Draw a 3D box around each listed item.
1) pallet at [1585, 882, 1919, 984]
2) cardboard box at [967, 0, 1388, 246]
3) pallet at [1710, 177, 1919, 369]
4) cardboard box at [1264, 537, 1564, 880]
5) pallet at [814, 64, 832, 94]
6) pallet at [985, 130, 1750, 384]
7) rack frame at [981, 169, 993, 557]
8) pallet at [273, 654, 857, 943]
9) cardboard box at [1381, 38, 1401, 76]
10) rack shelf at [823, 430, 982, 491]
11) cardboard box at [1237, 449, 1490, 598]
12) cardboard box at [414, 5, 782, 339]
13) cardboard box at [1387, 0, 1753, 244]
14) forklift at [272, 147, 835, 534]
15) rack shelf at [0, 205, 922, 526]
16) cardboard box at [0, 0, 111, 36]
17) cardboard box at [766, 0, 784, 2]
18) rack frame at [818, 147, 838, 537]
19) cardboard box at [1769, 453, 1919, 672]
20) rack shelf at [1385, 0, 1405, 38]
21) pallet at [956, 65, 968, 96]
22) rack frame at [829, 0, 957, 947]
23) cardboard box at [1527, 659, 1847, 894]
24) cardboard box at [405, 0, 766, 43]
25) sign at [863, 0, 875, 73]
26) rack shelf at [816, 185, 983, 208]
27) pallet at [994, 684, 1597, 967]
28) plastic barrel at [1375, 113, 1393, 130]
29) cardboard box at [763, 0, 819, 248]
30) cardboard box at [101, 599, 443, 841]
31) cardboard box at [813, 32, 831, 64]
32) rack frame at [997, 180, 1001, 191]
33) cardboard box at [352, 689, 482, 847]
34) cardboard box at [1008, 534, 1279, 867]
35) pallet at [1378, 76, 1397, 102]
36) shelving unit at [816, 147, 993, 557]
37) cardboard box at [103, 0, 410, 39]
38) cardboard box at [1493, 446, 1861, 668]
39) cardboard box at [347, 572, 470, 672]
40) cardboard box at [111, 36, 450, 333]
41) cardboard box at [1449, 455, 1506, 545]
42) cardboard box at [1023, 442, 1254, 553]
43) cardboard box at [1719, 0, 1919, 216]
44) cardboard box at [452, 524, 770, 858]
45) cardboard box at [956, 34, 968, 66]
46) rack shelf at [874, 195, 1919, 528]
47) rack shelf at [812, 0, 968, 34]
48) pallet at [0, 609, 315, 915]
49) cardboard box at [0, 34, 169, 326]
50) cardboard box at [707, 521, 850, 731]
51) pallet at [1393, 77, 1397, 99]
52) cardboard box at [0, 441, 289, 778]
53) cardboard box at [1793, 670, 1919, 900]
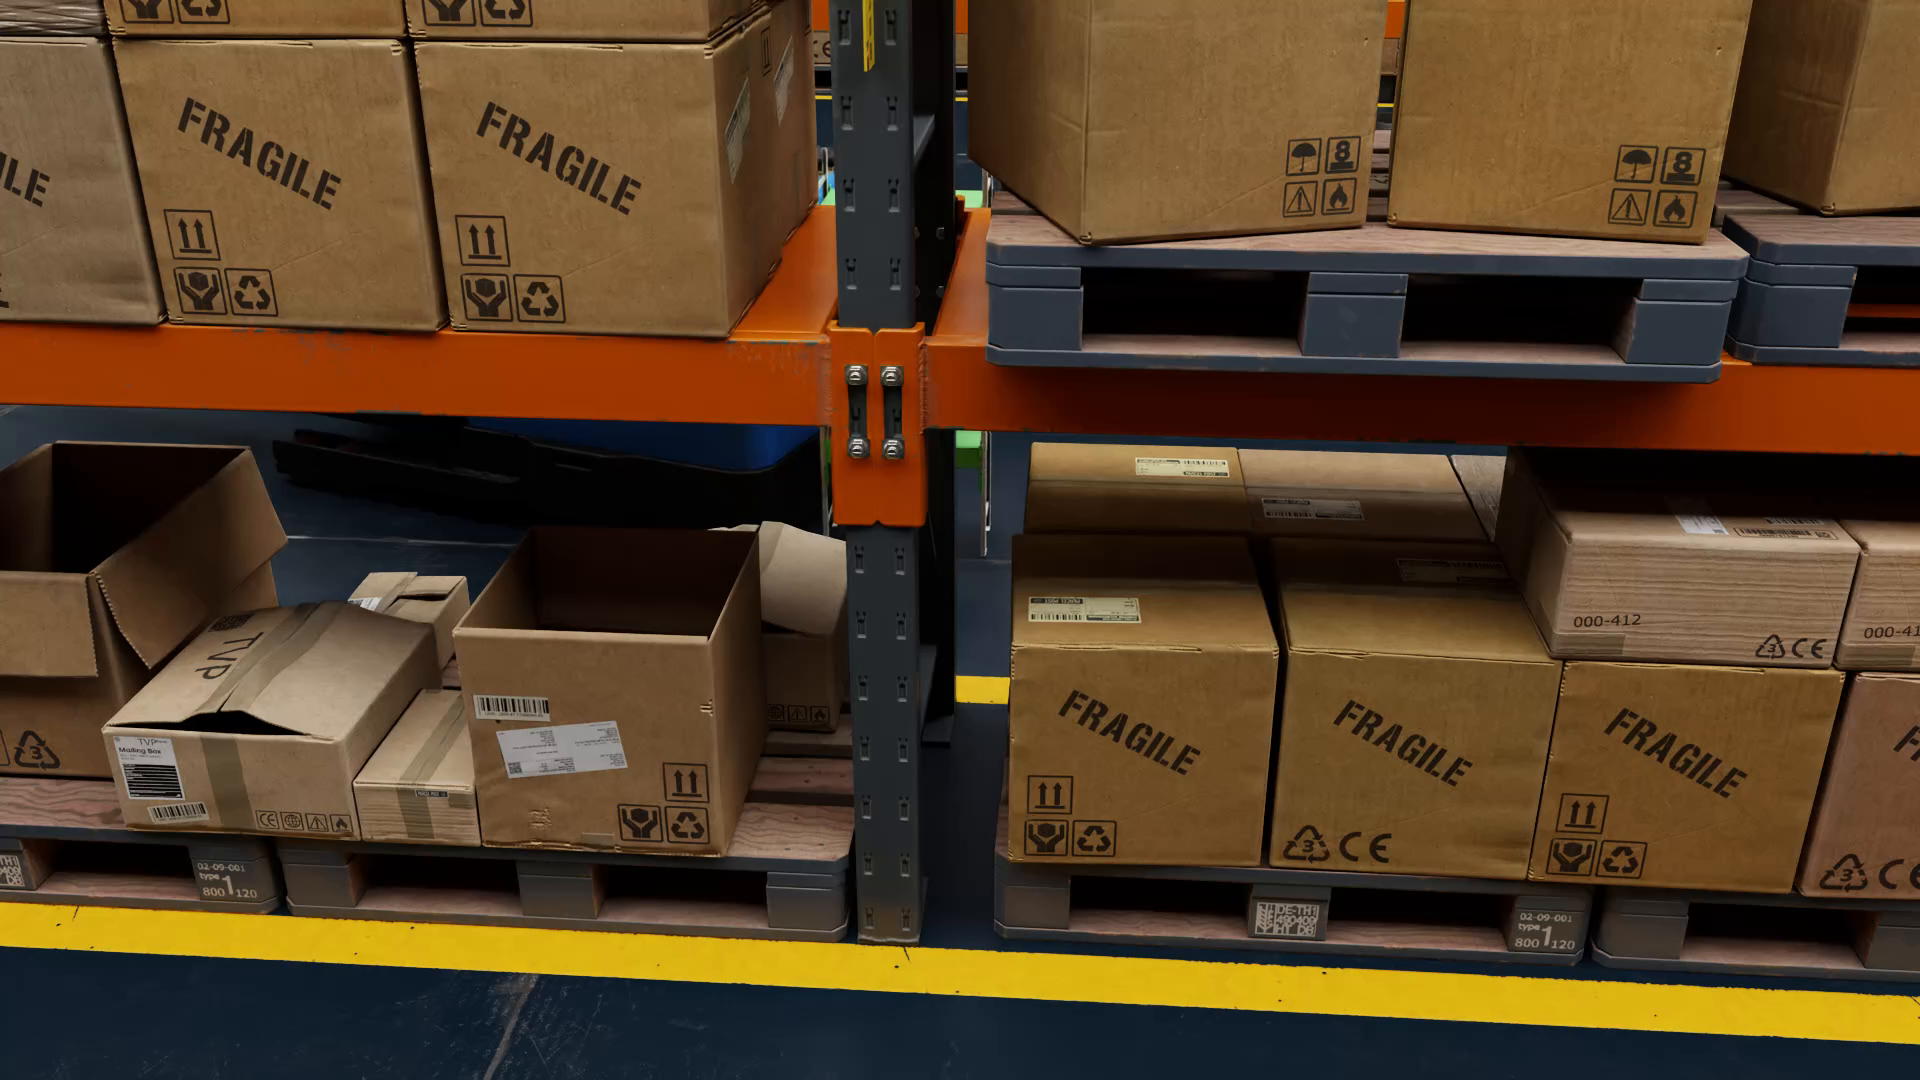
[{"bbox_3d":[1.924,0.581,3.734,1.213,0.211,1.003,2,25,4],"label":"pallet"},{"bbox_3d":[0.345,-0.861,2.912,0.500,0.500,0.700,-6,25,-14],"label":"cardboard box"},{"bbox_3d":[1.939,-0.579,3.149,1.213,0.211,1.003,2,25,4],"label":"pallet"},{"bbox_3d":[0.886,0.332,3.405,0.500,0.500,0.500,2,25,5],"label":"cardboard box"},{"bbox_3d":[-1.320,-3.690,13.018,1.213,0.211,1.003,2,25,4],"label":"pallet"},{"bbox_3d":[0.678,-0.575,3.142,1.213,0.211,1.003,2,25,4],"label":"pallet"},{"bbox_3d":[0.080,-0.542,4.993,0.015,1.200,0.240,2,25,4],"label":"rack frame"},{"bbox_3d":[-0.795,0.511,3.888,1.213,0.211,1.003,2,25,4],"label":"pallet"},{"bbox_3d":[3.066,-4.022,12.443,0.875,0.875,1.225,2,25,4],"label":"cardboard box"},{"bbox_3d":[-0.163,-0.274,5.137,0.480,0.148,0.258,2,25,4],"label":"rack shelf"},{"bbox_3d":[0.896,0.118,3.870,0.500,0.500,0.500,2,25,4],"label":"cardboard box"},{"bbox_3d":[-0.628,-0.688,3.037,0.500,0.500,0.500,2,25,5],"label":"cardboard box"},{"bbox_3d":[1.036,-0.866,2.921,0.500,0.500,0.700,6,25,12],"label":"cardboard box"},{"bbox_3d":[-1.777,-1.683,5.401,3.031,2.935,1.130,10,27,21],"label":"forklift"},{"bbox_3d":[-2.104,-0.471,3.545,4.000,0.370,1.077,2,25,4],"label":"rack shelf"},{"bbox_3d":[-1.647,-1.173,2.895,0.500,0.500,0.500,2,25,4],"label":"cardboard box"},{"bbox_3d":[-0.558,-1.366,3.314,0.500,0.500,0.500,2,25,5],"label":"cardboard box"},{"bbox_3d":[-0.407,-0.558,5.027,0.015,1.200,0.240,2,25,4],"label":"rack frame"},{"bbox_3d":[1.851,0.026,3.171,0.500,0.250,0.500,1,25,3],"label":"cardboard box"},{"bbox_3d":[2.267,-2.407,7.754,4.000,0.370,1.077,2,25,4],"label":"rack shelf"},{"bbox_3d":[-0.100,-3.652,12.935,1.213,0.211,1.003,2,25,4],"label":"pallet"},{"bbox_3d":[-0.110,-0.734,3.256,0.127,3.000,1.000,2,25,4],"label":"rack frame"},{"bbox_3d":[1.384,0.351,3.364,0.500,0.500,0.500,2,25,5],"label":"cardboard box"},{"bbox_3d":[-0.634,-1.142,2.827,0.500,0.500,0.500,2,25,4],"label":"cardboard box"},{"bbox_3d":[-0.144,-0.900,2.583,0.005,0.325,0.100,2,25,4],"label":"sign"},{"bbox_3d":[-0.164,-0.928,4.836,0.480,0.148,0.258,2,25,4],"label":"rack shelf"},{"bbox_3d":[0.704,0.543,3.817,1.213,0.211,1.003,2,25,4],"label":"pallet"},{"bbox_3d":[2.076,-1.756,7.952,0.421,0.512,0.421,0,25,0],"label":"plastic barrel"},{"bbox_3d":[-0.597,-0.909,3.517,0.500,0.500,0.500,2,25,5],"label":"cardboard box"},{"bbox_3d":[-1.448,0.364,3.561,0.500,0.311,0.500,2,25,4],"label":"cardboard box"},{"bbox_3d":[-0.897,-4.171,12.766,0.875,0.875,0.875,2,25,4],"label":"cardboard box"},{"bbox_3d":[0.273,-2.798,7.742,0.127,3.000,1.000,2,25,4],"label":"rack frame"},{"bbox_3d":[-1.078,0.475,3.514,0.250,0.149,0.380,2,25,4],"label":"cardboard box"},{"bbox_3d":[0.354,0.319,3.432,0.500,0.500,0.500,1,25,2],"label":"cardboard box"},{"bbox_3d":[2.647,-3.564,12.744,1.213,0.211,1.003,2,25,4],"label":"pallet"},{"bbox_3d":[-0.163,-0.550,5.010,0.503,1.200,0.258,2,25,4],"label":"shelving unit"},{"bbox_3d":[-1.145,-1.157,2.860,0.500,0.500,0.500,1,25,3],"label":"cardboard box"},{"bbox_3d":[1.351,0.010,3.206,0.500,0.250,0.500,2,25,4],"label":"cardboard box"},{"bbox_3d":[-1.375,0.227,4.032,0.250,0.166,0.380,2,25,4],"label":"cardboard box"},{"bbox_3d":[-1.142,-0.704,3.072,0.500,0.500,0.500,3,25,5],"label":"cardboard box"},{"bbox_3d":[1.396,0.134,3.835,0.500,0.500,0.500,2,25,5],"label":"cardboard box"},{"bbox_3d":[0.404,0.098,3.912,0.500,0.500,0.500,2,25,4],"label":"cardboard box"},{"bbox_3d":[1.656,-0.939,3.080,0.500,0.500,0.700,-4,25,-9],"label":"cardboard box"},{"bbox_3d":[-0.700,0.302,3.469,0.500,0.500,0.500,2,25,4],"label":"cardboard box"},{"bbox_3d":[0.000,-4.142,12.703,0.875,0.875,0.875,2,25,4],"label":"cardboard box"},{"bbox_3d":[1.884,-0.343,3.267,4.000,0.370,1.077,2,25,4],"label":"rack shelf"},{"bbox_3d":[-1.721,-2.535,8.032,4.000,0.370,1.077,2,25,4],"label":"rack shelf"},{"bbox_3d":[-2.014,0.473,3.970,1.213,0.211,1.003,2,25,4],"label":"pallet"},{"bbox_3d":[-1.655,-0.720,3.106,0.500,0.500,0.500,2,25,5],"label":"cardboard box"},{"bbox_3d":[-0.512,0.184,3.951,0.500,0.311,0.500,2,25,4],"label":"cardboard box"},{"bbox_3d":[3.860,-3.524,12.656,1.213,0.211,1.003,2,25,4],"label":"pallet"},{"bbox_3d":[-1.984,0.143,3.812,0.637,0.503,0.797,2,25,4],"label":"cardboard box"},{"bbox_3d":[1.888,0.367,3.328,0.500,0.500,0.500,1,25,2],"label":"cardboard box"}]
